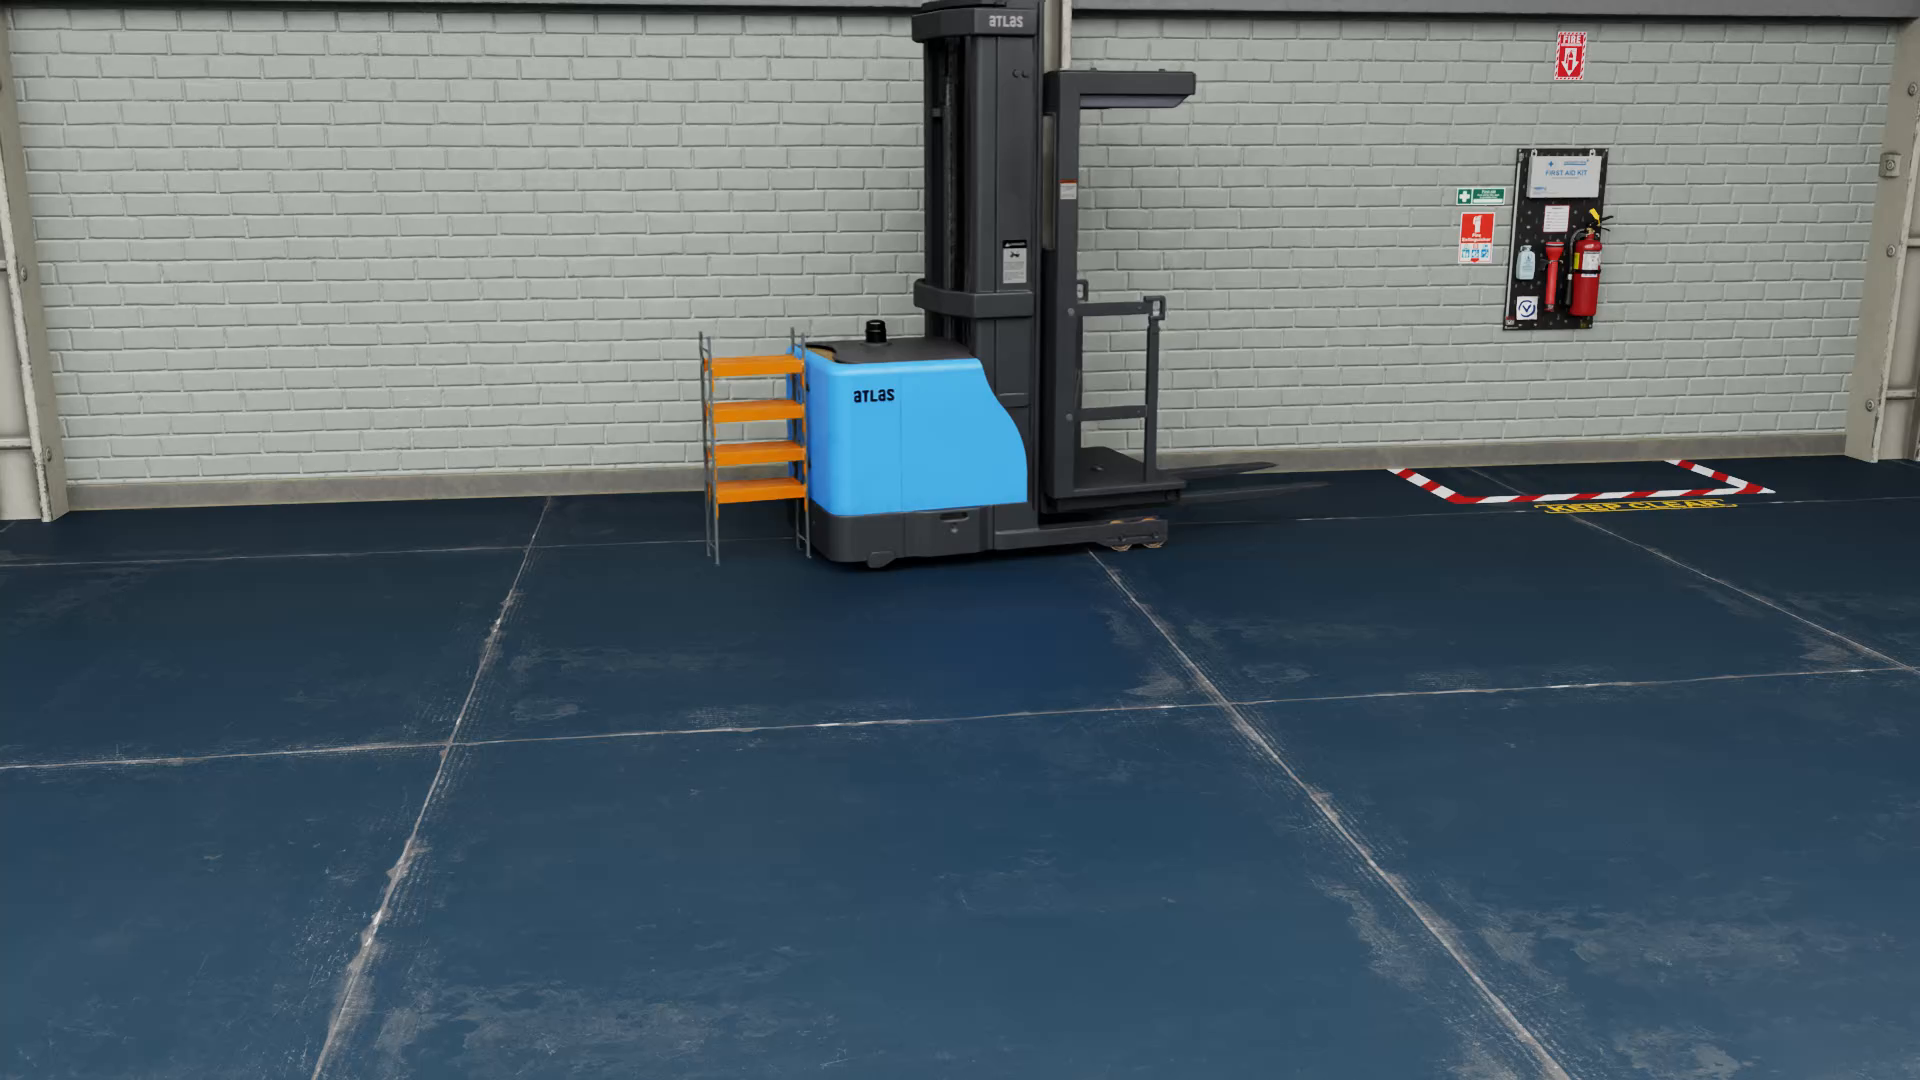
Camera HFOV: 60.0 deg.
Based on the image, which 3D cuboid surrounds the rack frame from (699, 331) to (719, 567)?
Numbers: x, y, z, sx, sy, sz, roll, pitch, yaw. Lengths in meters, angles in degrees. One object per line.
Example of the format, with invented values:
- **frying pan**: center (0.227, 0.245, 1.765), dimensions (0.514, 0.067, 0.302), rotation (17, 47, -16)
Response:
- **rack frame**: center (-1.303, -0.471, 8.634), dimensions (0.015, 1.200, 0.240), rotation (-5, 15, -19)

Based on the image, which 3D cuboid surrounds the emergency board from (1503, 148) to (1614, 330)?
- **emergency board**: center (3.927, -1.947, 10.818), dimensions (0.643, 1.169, 0.194), rotation (-2, 14, -8)

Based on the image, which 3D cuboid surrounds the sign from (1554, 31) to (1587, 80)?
- **sign**: center (3.904, -3.095, 10.631), dimensions (0.199, 0.298, 0.001), rotation (-2, 14, -8)

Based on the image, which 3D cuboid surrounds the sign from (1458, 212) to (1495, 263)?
- **sign**: center (3.365, -1.969, 10.833), dimensions (0.234, 0.329, 0.001), rotation (-2, 14, -8)

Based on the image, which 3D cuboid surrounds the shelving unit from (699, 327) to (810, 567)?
- **shelving unit**: center (-1.074, -0.491, 8.714), dimensions (0.503, 1.200, 0.258), rotation (-5, 15, -19)

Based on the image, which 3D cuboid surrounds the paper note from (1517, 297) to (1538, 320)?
- **paper note**: center (3.741, -1.530, 10.966), dimensions (0.142, 0.148, 0.016), rotation (-2, 14, -8)

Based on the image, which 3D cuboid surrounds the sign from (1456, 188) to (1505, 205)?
- **sign**: center (3.370, -2.224, 10.761), dimensions (0.331, 0.109, 0.001), rotation (-2, 14, -8)

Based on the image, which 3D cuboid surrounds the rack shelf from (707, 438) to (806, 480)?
- **rack shelf**: center (-1.074, -0.426, 8.730), dimensions (0.480, 0.148, 0.258), rotation (-5, 15, -19)

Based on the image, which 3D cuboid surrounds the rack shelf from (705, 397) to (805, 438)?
- **rack shelf**: center (-1.074, -0.643, 8.676), dimensions (0.480, 0.148, 0.258), rotation (-5, 15, -19)

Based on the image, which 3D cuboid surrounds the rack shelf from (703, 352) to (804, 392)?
- **rack shelf**: center (-1.074, -0.872, 8.618), dimensions (0.480, 0.148, 0.258), rotation (-5, 15, -19)

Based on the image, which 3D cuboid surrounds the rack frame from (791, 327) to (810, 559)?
- **rack frame**: center (-0.844, -0.511, 8.795), dimensions (0.015, 1.200, 0.240), rotation (-5, 15, -19)

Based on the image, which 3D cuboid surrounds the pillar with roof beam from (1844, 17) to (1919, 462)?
- **pillar with roof beam**: center (7.017, -3.902, 6.280), dimensions (0.400, 9.000, 9.100), rotation (-2, 14, -8)

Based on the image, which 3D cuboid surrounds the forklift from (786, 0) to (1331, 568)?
- **forklift**: center (0.605, -1.475, 9.077), dimensions (3.031, 2.935, 1.130), rotation (-5, 15, -19)

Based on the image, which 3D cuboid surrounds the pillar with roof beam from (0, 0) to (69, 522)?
- **pillar with roof beam**: center (-4.849, -3.467, 4.546), dimensions (0.400, 9.000, 9.100), rotation (-2, 14, -8)

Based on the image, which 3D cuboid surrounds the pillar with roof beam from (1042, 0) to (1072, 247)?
- **pillar with roof beam**: center (1.084, -3.684, 5.413), dimensions (0.400, 9.000, 9.100), rotation (-2, 14, -8)

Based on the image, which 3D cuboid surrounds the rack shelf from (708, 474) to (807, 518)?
- **rack shelf**: center (-1.074, -0.233, 8.779), dimensions (0.480, 0.148, 0.258), rotation (-5, 15, -19)
